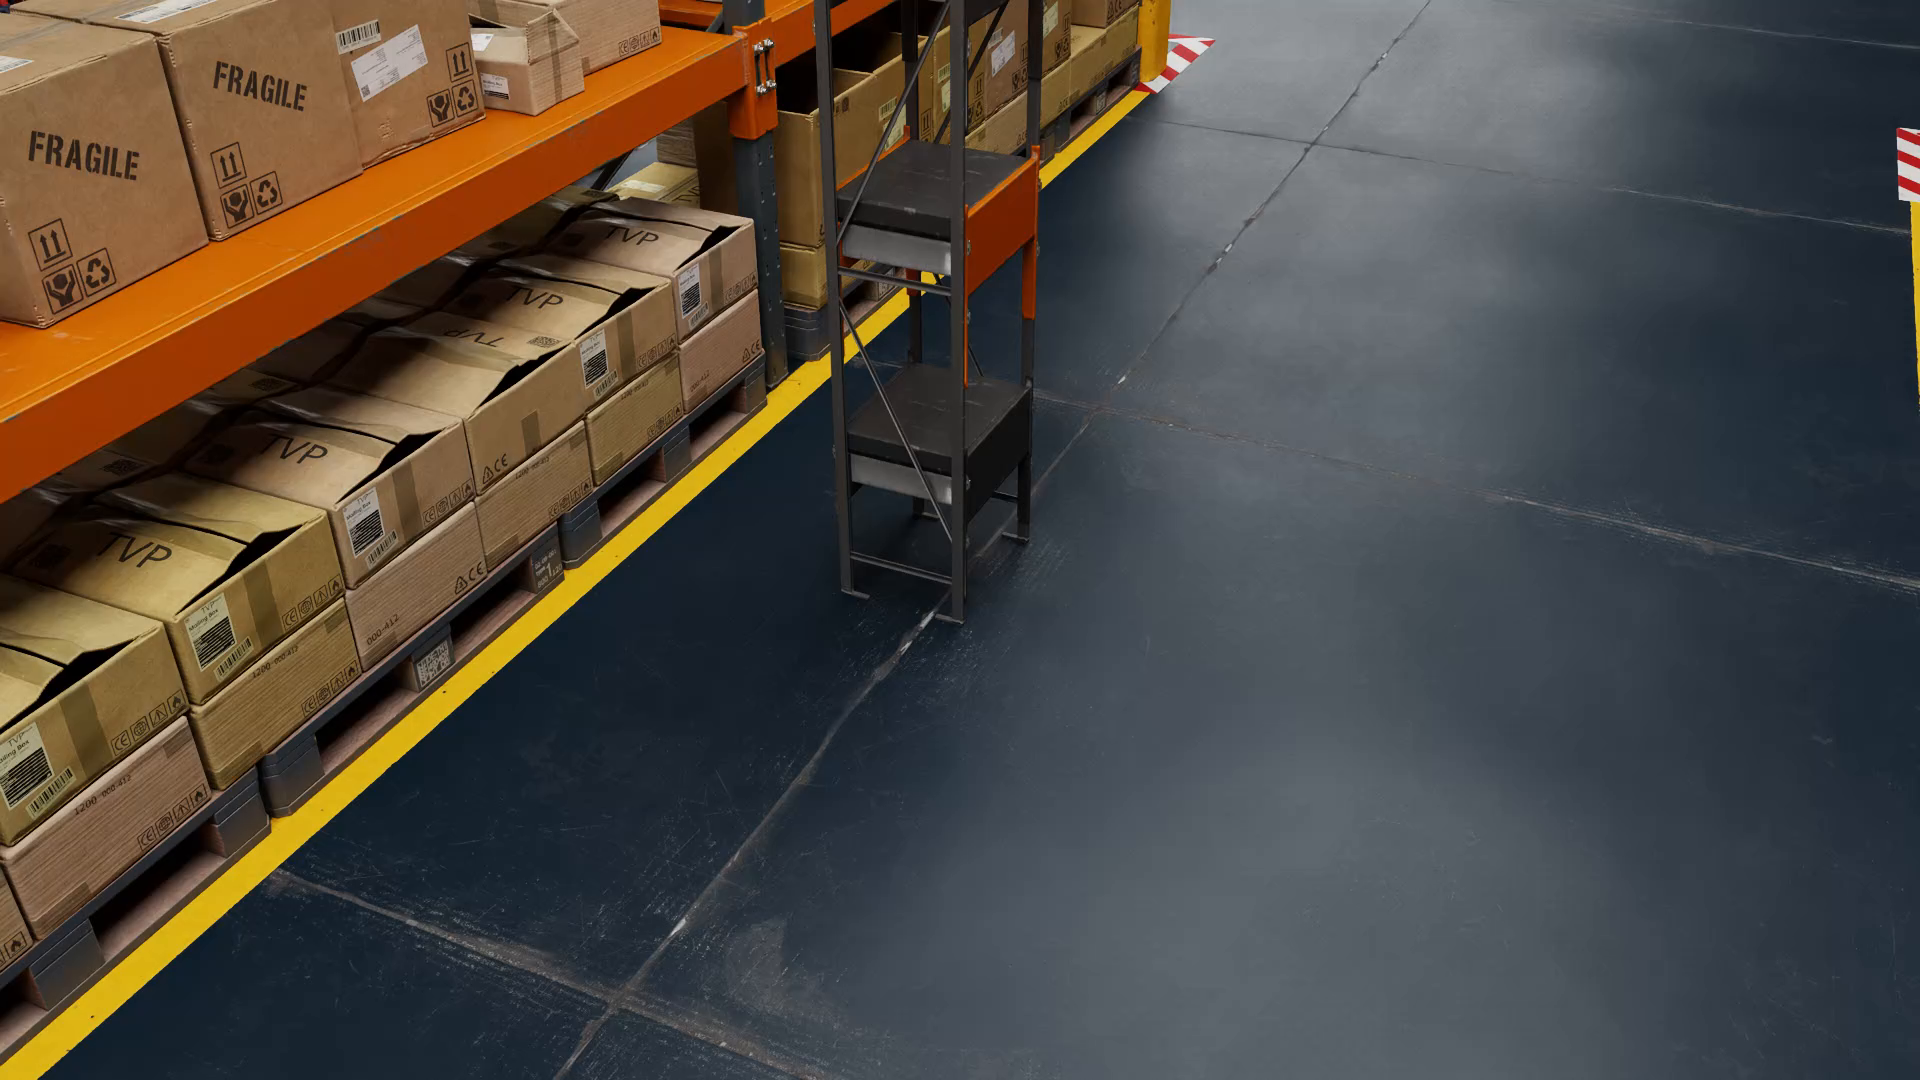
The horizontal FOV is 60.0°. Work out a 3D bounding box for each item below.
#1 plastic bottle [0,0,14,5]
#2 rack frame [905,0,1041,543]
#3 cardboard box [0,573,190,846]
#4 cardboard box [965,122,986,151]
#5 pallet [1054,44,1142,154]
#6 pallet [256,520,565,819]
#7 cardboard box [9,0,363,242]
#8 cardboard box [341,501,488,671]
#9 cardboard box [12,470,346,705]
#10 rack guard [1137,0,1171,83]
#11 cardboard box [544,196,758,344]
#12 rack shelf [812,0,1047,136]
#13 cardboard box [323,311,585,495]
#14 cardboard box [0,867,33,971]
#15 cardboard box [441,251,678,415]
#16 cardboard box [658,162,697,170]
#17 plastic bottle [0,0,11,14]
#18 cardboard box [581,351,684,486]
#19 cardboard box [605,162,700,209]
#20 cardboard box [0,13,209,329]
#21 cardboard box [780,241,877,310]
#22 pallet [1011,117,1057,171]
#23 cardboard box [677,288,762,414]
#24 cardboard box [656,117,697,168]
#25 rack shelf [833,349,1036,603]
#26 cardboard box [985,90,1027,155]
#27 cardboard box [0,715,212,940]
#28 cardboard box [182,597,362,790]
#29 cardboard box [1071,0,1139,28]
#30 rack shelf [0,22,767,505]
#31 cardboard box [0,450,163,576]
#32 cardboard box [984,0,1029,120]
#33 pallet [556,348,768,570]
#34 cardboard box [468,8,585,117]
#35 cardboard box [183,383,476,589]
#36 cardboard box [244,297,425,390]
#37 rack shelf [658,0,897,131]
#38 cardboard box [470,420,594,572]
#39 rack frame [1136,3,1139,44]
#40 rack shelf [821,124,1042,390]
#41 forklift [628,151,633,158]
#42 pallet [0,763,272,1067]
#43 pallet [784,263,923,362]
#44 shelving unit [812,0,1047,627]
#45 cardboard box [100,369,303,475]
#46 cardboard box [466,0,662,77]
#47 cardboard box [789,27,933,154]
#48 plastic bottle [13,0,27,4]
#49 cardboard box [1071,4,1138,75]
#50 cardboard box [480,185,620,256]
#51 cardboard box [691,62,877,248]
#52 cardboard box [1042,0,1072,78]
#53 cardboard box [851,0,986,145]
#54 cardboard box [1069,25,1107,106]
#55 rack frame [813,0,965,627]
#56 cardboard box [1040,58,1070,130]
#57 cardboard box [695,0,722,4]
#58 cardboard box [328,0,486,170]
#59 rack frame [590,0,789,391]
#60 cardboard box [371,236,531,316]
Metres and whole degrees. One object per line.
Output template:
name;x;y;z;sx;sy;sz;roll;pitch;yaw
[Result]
plastic bottle;-5.251;-2.966;9.125;0.097;0.271;0.097;0;33;0
rack frame;0.033;-0.917;4.734;0.400;2.100;0.015;14;36;20
cardboard box;-2.091;0.329;3.626;0.500;0.311;0.500;13;36;19
cardboard box;-0.218;-1.629;7.123;0.500;0.250;0.500;14;36;20
pallet;0.276;-2.381;8.689;1.003;0.211;1.213;14;36;20
pallet;-1.897;0.206;4.743;1.003;0.211;1.213;14;36;20
cardboard box;-1.881;-1.097;4.096;0.500;0.500;0.500;14;36;21
cardboard box;-1.667;0.061;4.546;0.500;0.250;0.500;15;36;21
cardboard box;-1.875;0.076;4.012;0.500;0.311;0.500;13;35;19
rack guard;0.568;-2.905;9.224;1.175;0.500;0.348;14;36;20
cardboard box;-1.024;-0.939;5.559;0.500;0.311;0.500;14;36;20
rack shelf;-0.069;-1.370;4.172;0.431;0.518;0.480;14;36;20
cardboard box;-1.447;-0.430;4.783;0.500;0.311;0.500;14;36;20
cardboard box;-2.303;0.827;3.377;0.500;0.250;0.500;14;36;20
cardboard box;-1.236;-0.678;5.162;0.500;0.311;0.500;15;36;22
cardboard box;-0.902;-1.499;6.926;0.500;0.250;0.500;14;36;20
plastic bottle;-4.819;-2.561;8.435;0.144;0.351;0.185;13;35;18
cardboard box;-1.239;-0.447;5.321;0.500;0.250;0.500;14;36;20
cardboard box;-1.120;-1.253;6.549;0.500;0.250;0.500;14;36;20
cardboard box;-2.102;-0.835;3.696;0.500;0.500;0.500;12;35;18
cardboard box;-0.646;-1.133;6.367;0.500;0.250;0.500;14;36;20
pallet;-0.235;-1.776;7.766;1.003;0.211;1.213;14;36;20
cardboard box;-1.025;-0.698;5.704;0.500;0.250;0.500;14;36;20
cardboard box;-0.900;-1.813;6.719;0.500;0.500;0.500;14;36;20
rack shelf;-0.069;-0.199;4.940;0.431;0.518;0.480;14;36;20
cardboard box;-0.014;-1.879;7.505;0.500;0.250;0.500;14;36;20
cardboard box;-2.093;0.577;3.760;0.500;0.250;0.500;13;35;19
cardboard box;-1.881;0.316;4.157;0.500;0.250;0.500;13;36;19
cardboard box;0.604;-2.942;8.442;0.500;0.500;0.500;14;36;20
rack shelf;-1.952;-0.649;4.160;1.077;0.370;4.000;14;36;20
cardboard box;-2.368;-0.042;4.192;0.500;0.311;0.500;14;36;20
cardboard box;-0.011;-2.192;7.298;0.500;0.500;0.500;14;36;20
pallet;-1.388;-0.404;5.673;1.003;0.211;1.213;14;36;20
cardboard box;-1.316;-1.409;4.787;0.396;0.266;0.258;13;36;19
cardboard box;-1.661;-0.180;4.403;0.500;0.311;0.500;14;36;20
cardboard box;-1.944;-0.551;4.968;0.500;0.311;0.500;13;35;19
rack shelf;-0.279;-2.641;7.198;1.077;0.370;4.000;14;36;20
cardboard box;-1.452;-0.192;4.932;0.500;0.250;0.500;15;36;22
rack frame;0.558;-3.938;8.520;1.000;3.000;0.127;14;36;20
rack shelf;-0.069;-0.784;4.556;0.431;0.518;0.480;14;36;20
forklift;-2.731;-2.596;6.536;1.130;2.935;3.031;19;38;27
pallet;-2.409;0.812;3.820;1.003;0.211;1.213;14;36;20
pallet;-0.745;-1.166;6.836;1.003;0.211;1.213;14;36;20
shelving unit;-0.069;-0.796;4.549;0.431;2.100;0.503;14;36;20
cardboard box;-2.156;-0.291;4.572;0.500;0.311;0.500;15;36;22
cardboard box;-1.282;-1.628;5.134;0.500;0.250;0.500;17;37;23
cardboard box;-0.435;-1.695;6.540;0.500;0.500;0.500;14;36;20
plastic bottle;-5.208;-2.989;9.223;0.097;0.201;0.097;0;33;0
cardboard box;0.602;-2.629;8.648;0.500;0.250;0.500;14;36;20
cardboard box;-1.514;-1.057;5.740;0.500;0.311;0.500;14;36;21
cardboard box;-0.637;-1.444;6.158;0.500;0.500;0.500;14;36;20
cardboard box;0.199;-2.440;7.677;0.500;0.500;0.500;14;36;20
cardboard box;-0.219;-1.942;6.917;0.500;0.500;0.500;14;36;20
cardboard box;0.404;-2.377;8.264;0.500;0.250;0.500;14;36;20
rack frame;-0.171;-0.674;4.363;0.400;2.100;0.015;14;36;20
cardboard box;0.196;-2.128;7.884;0.500;0.250;0.500;14;36;20
cardboard box;-0.935;-2.210;5.794;0.700;0.500;0.500;13;36;19
cardboard box;-1.672;-1.346;4.477;0.500;0.500;0.500;17;37;24
rack frame;-1.115;-1.946;5.482;1.000;3.000;0.127;14;36;20
cardboard box;-1.729;-0.809;5.362;0.500;0.311;0.500;14;36;20
